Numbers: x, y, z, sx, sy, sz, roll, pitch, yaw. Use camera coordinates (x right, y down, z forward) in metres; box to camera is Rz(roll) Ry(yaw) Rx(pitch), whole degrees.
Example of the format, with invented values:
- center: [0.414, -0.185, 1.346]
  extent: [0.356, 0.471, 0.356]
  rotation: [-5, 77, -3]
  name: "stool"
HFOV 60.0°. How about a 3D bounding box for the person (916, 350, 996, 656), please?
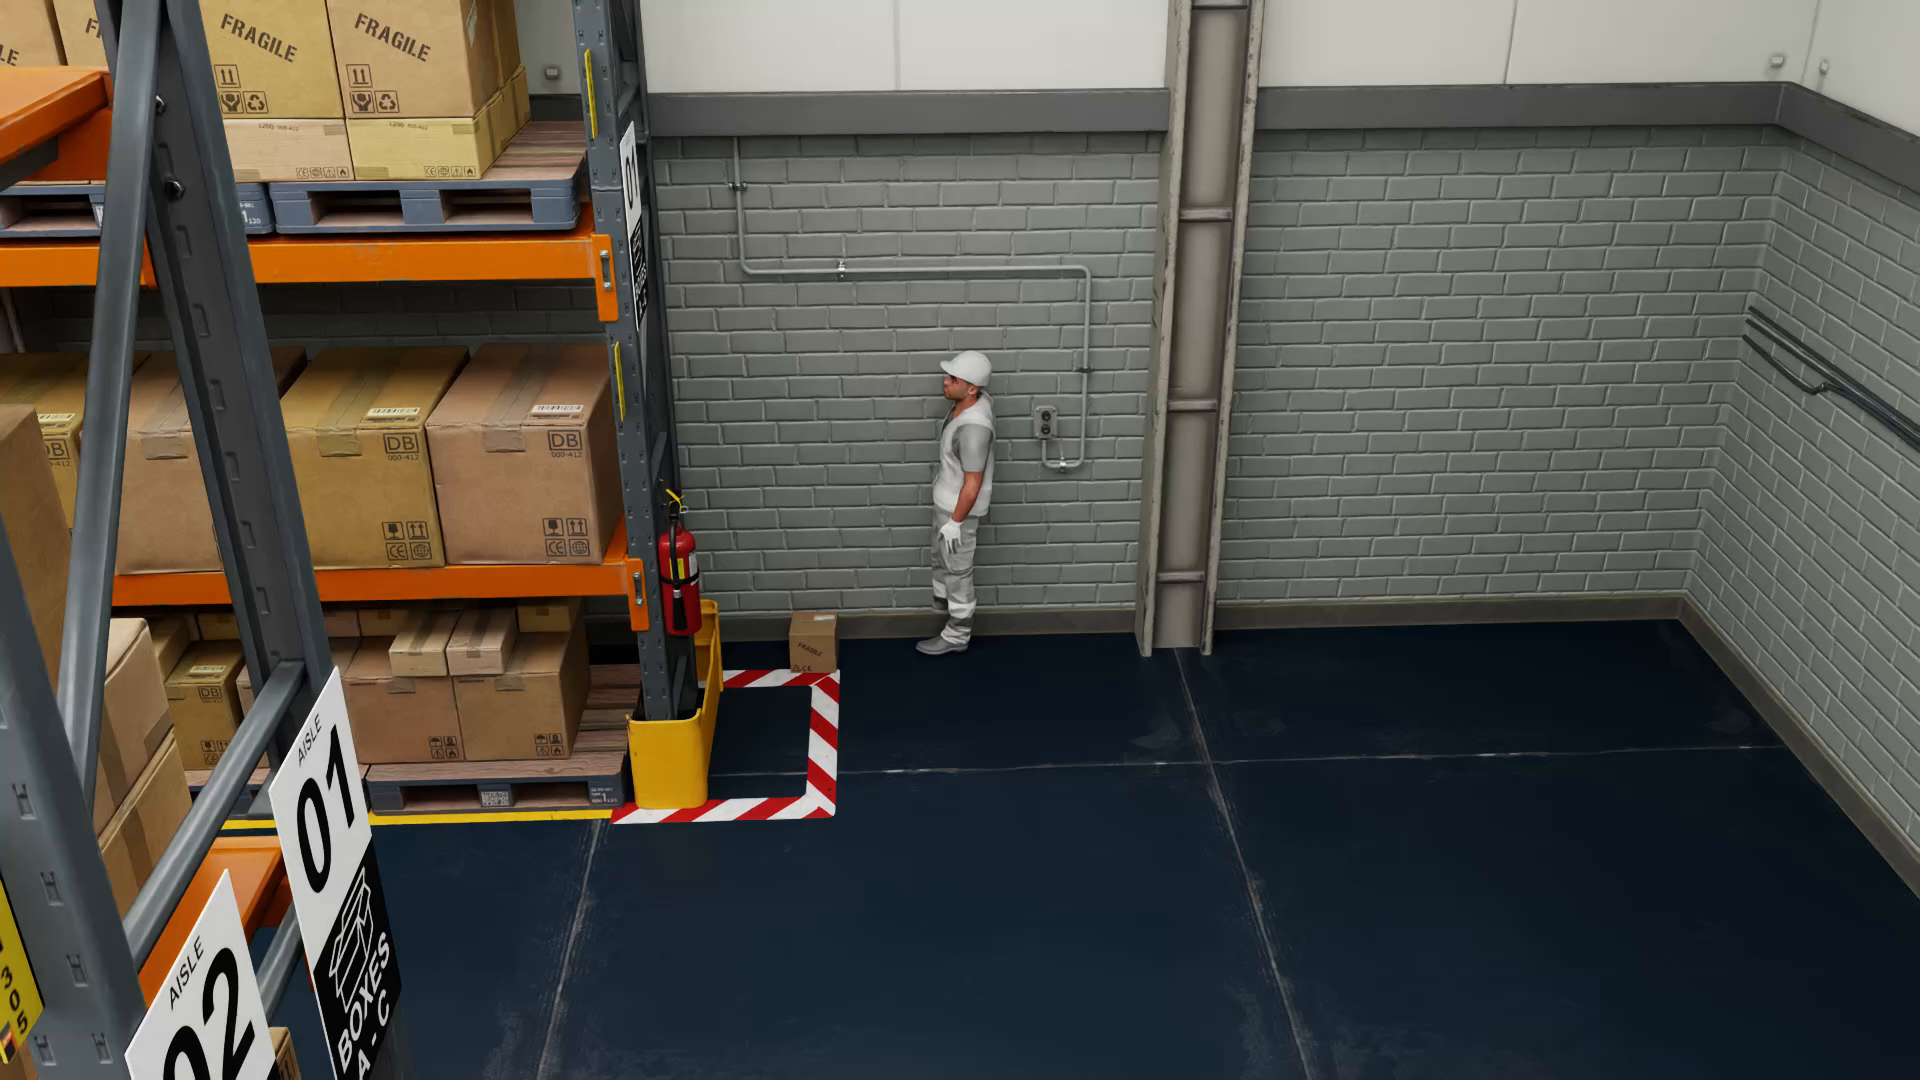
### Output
- center: [-0.087, -0.190, 8.942]
  extent: [0.562, 1.790, 0.638]
  rotation: [-1, 27, -2]
  name: "person"
